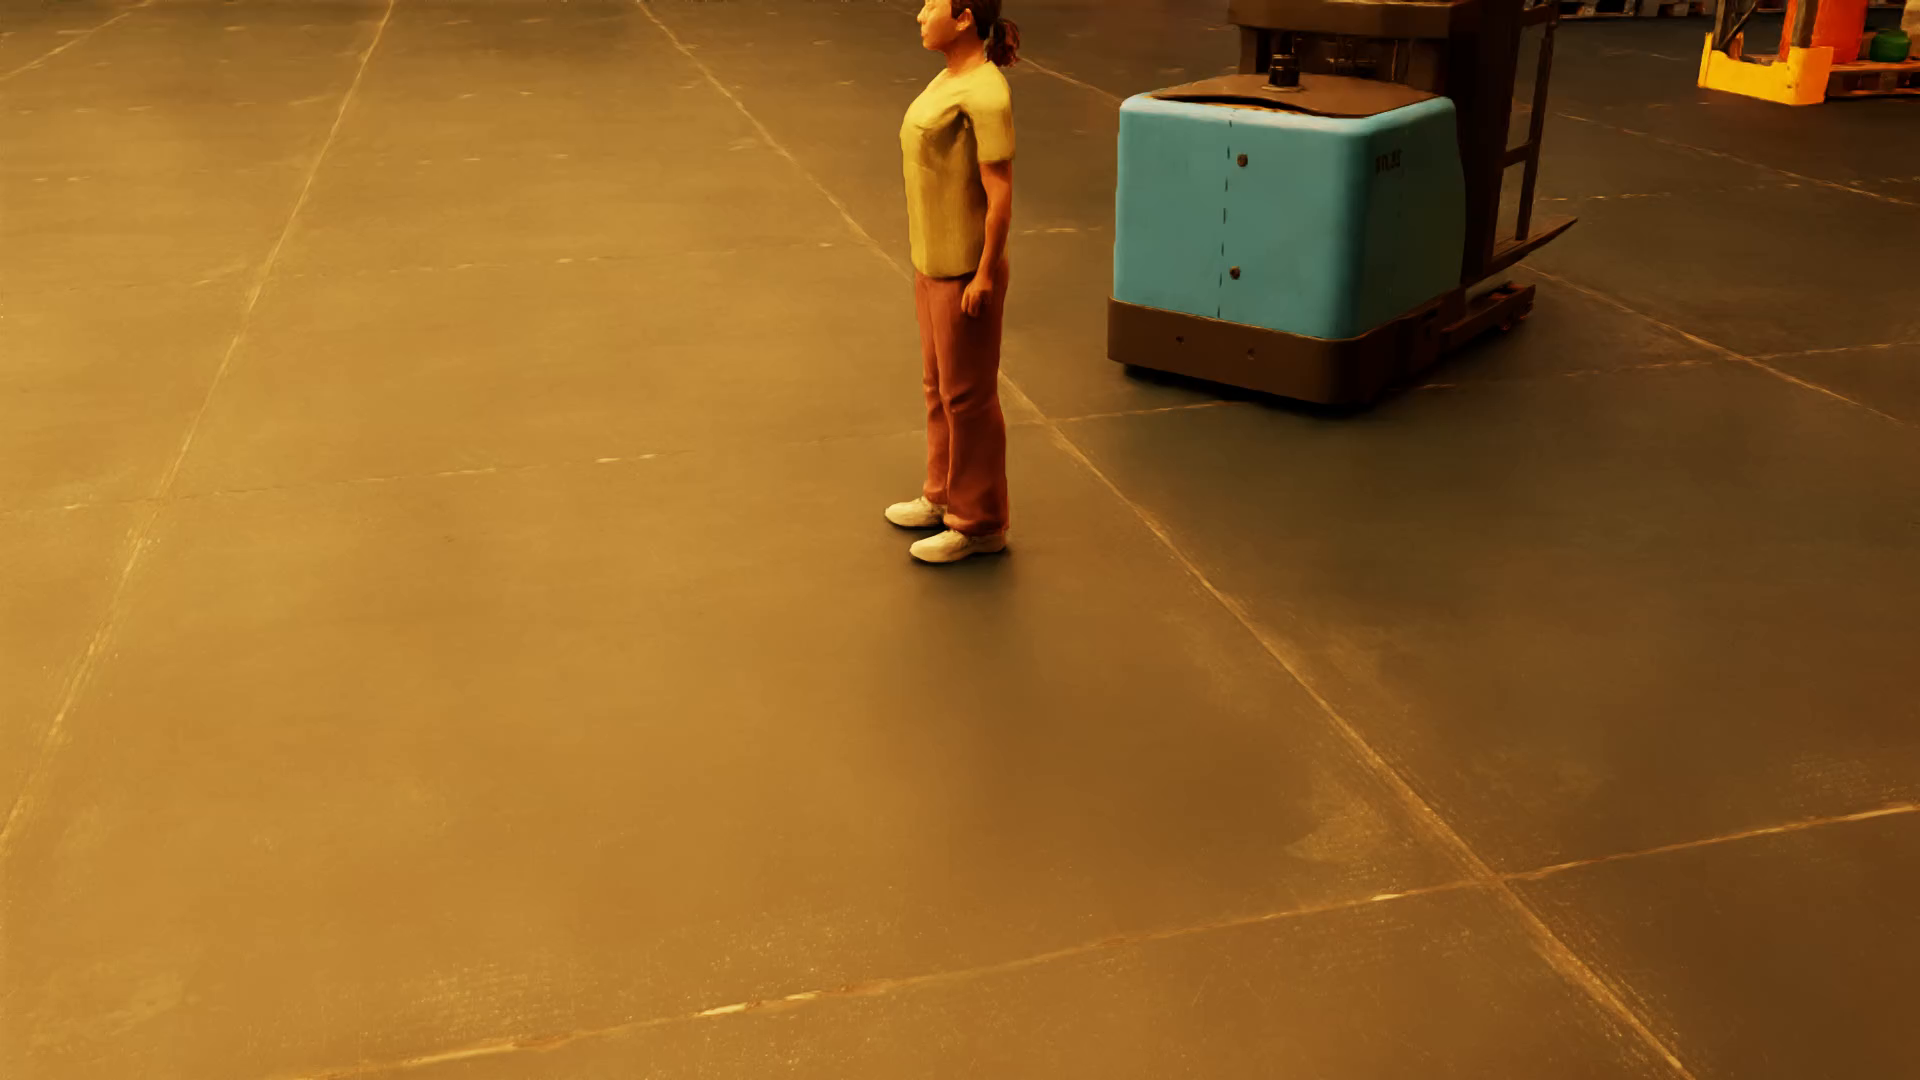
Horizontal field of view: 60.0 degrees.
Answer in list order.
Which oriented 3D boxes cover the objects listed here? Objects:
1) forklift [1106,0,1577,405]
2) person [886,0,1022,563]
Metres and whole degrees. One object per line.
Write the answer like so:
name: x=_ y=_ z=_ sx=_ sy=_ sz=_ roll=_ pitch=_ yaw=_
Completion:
forklift: x=1.874 y=-2.352 z=6.836 sx=1.130 sy=2.935 sz=3.031 roll=17 pitch=28 yaw=34
person: x=-0.008 y=-0.767 z=4.721 sx=0.365 sy=1.672 sz=0.429 roll=-6 pitch=24 yaw=-14
